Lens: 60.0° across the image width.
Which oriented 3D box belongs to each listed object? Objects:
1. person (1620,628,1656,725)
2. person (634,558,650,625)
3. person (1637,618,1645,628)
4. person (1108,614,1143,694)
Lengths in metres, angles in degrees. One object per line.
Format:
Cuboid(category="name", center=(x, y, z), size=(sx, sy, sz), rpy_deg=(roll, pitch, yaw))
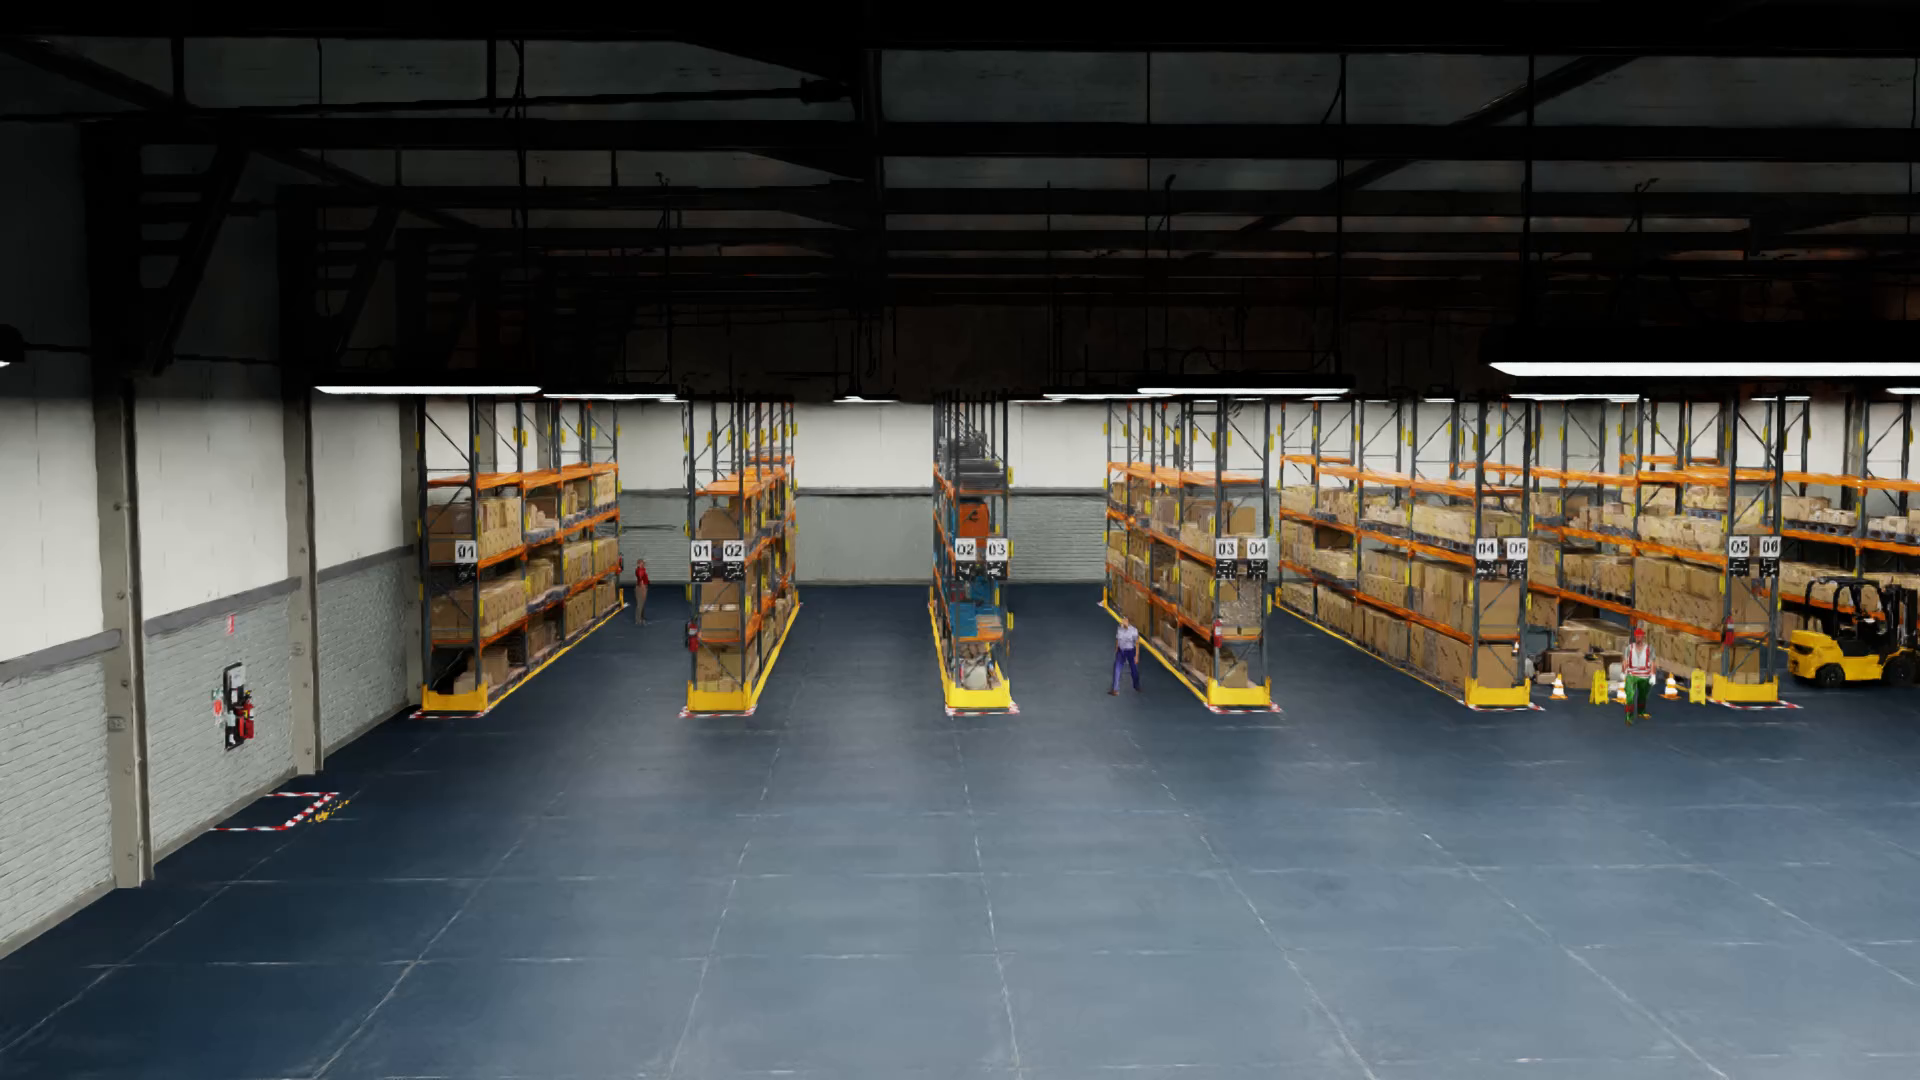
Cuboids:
Cuboid(category="person", center=(12.184, 2.430, 29.874), size=(0.595, 1.739, 0.986), rpy_deg=(2, 5, 19))
Cuboid(category="person", center=(-8.263, 1.319, 43.226), size=(0.407, 1.730, 0.655), rpy_deg=(-1, 5, -17))
Cuboid(category="person", center=(16.422, 1.580, 39.894), size=(0.515, 1.777, 0.628), rpy_deg=(-3, 5, -32))
Cuboid(category="person", center=(3.297, 2.246, 32.883), size=(0.522, 1.594, 0.938), rpy_deg=(2, 5, 22))
